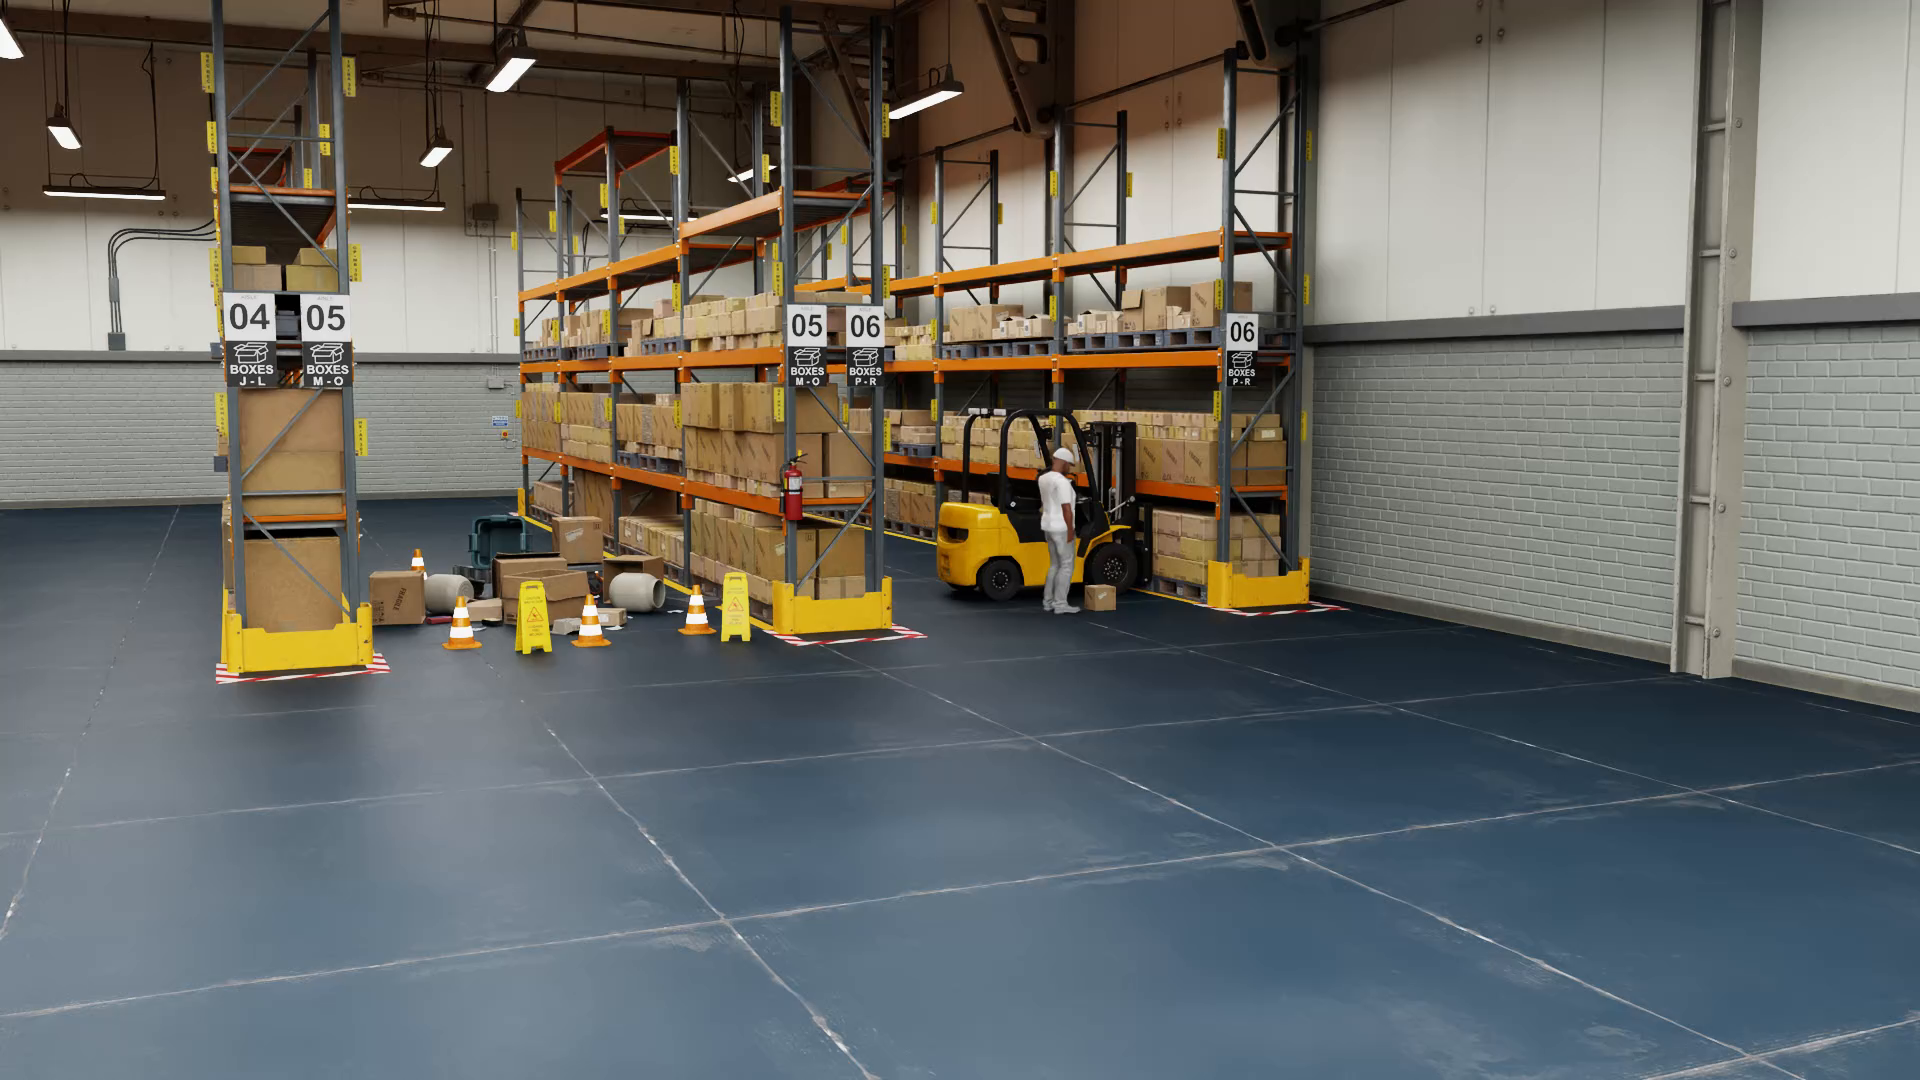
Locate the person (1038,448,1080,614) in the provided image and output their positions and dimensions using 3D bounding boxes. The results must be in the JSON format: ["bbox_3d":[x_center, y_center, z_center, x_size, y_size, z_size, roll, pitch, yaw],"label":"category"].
[{"bbox_3d":[1.066,-0.104,17.824,0.384,1.751,0.573,-2,6,-23],"label":"person"}]
